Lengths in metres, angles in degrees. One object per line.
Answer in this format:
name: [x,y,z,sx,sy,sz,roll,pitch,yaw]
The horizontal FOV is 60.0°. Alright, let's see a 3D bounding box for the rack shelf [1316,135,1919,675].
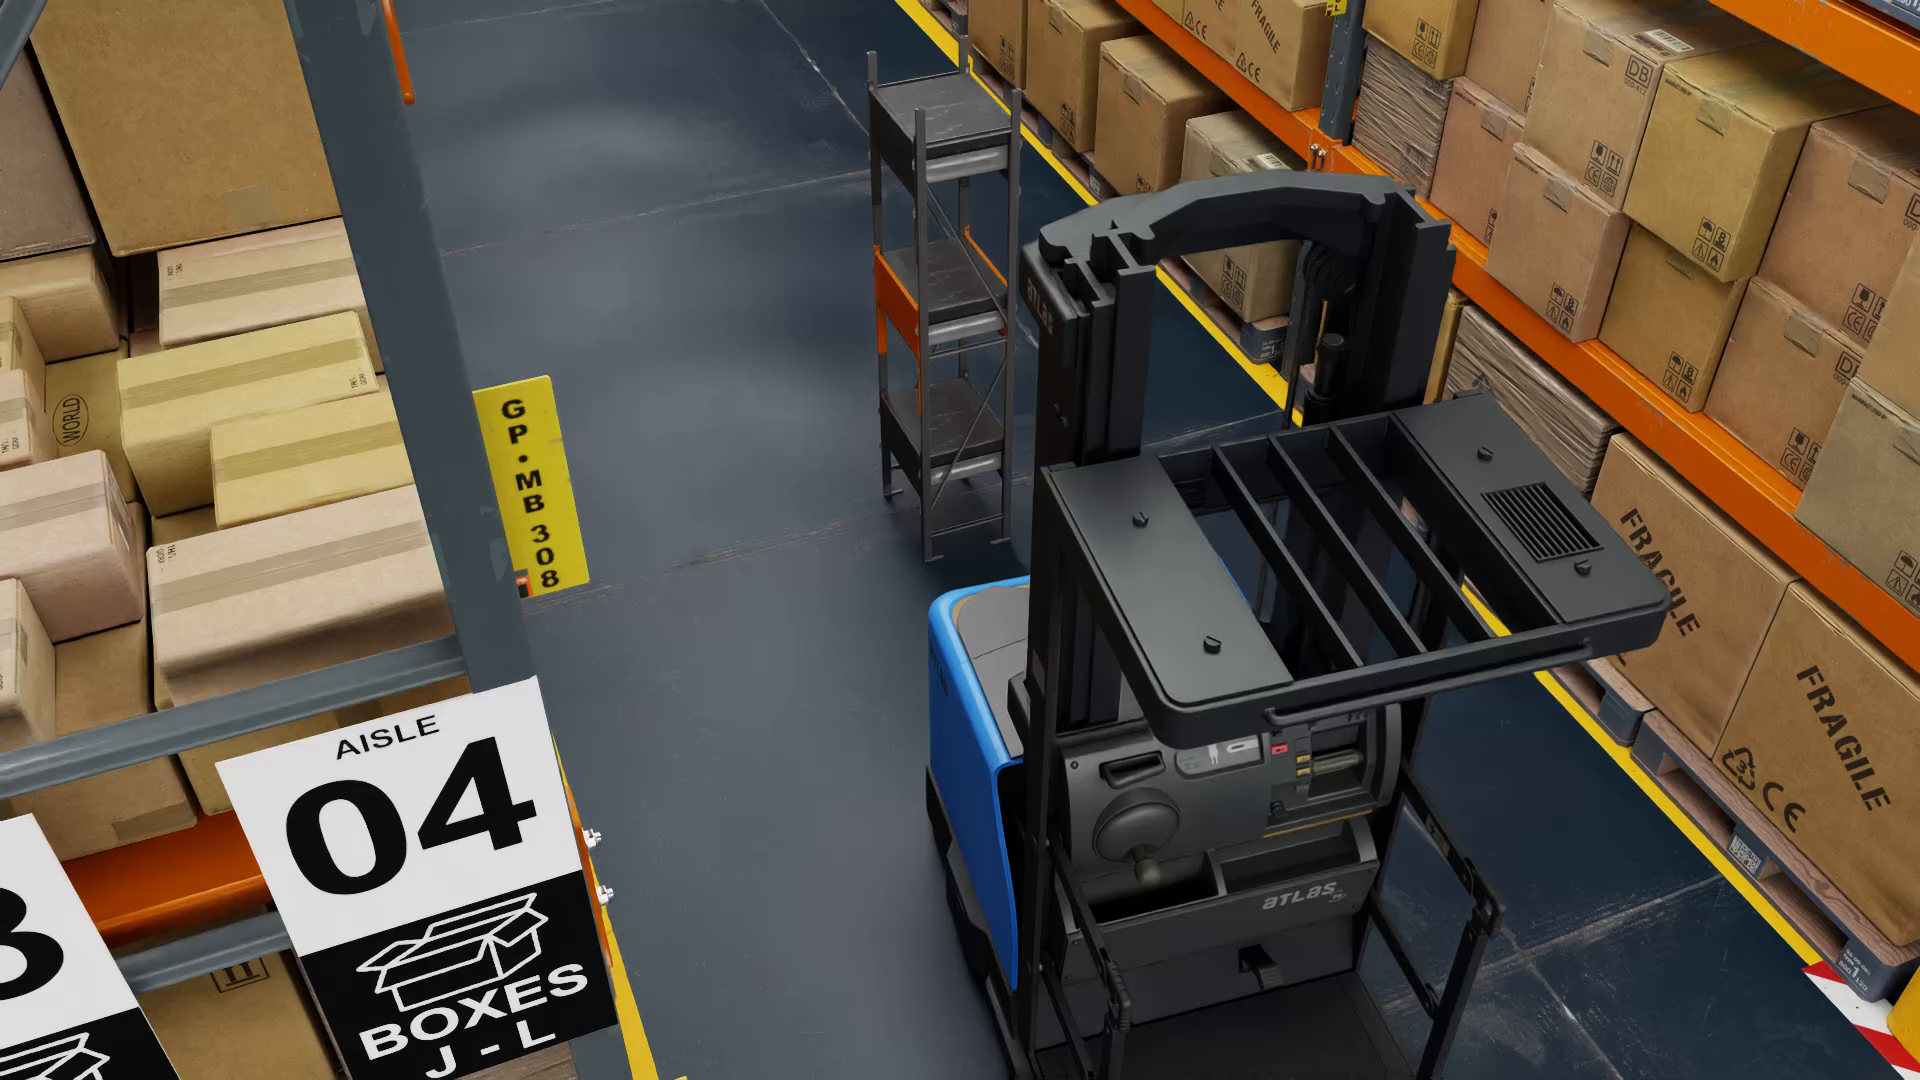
rack shelf: [2.826,-0.562,6.155,1.077,0.370,4.000,-15,43,-17]

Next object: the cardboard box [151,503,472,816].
cardboard box: [-0.975,0.111,2.634,0.500,0.250,0.500,-14,43,-16]

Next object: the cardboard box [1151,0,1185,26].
cardboard box: [1.228,-2.934,8.284,0.500,0.500,0.500,-15,43,-16]

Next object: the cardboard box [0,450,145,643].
cardboard box: [-1.415,0.039,2.412,0.380,0.149,0.250,-16,43,-18]

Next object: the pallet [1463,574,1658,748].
pallet: [2.750,0.231,6.819,1.003,0.211,1.213,-15,43,-17]

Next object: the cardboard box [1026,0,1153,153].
cardboard box: [1.018,-2.840,9.656,1.050,0.750,0.750,-14,43,-16]

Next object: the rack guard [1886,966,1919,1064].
rack guard: [3.601,1.332,5.317,1.175,0.500,0.348,-15,43,-17]

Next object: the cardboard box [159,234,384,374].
cardboard box: [-1.180,-0.392,2.914,0.380,0.149,0.250,-13,42,-15]

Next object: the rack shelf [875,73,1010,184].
rack shelf: [-0.063,-1.520,6.145,0.368,0.174,0.457,-15,43,-17]

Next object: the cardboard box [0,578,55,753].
cardboard box: [-1.424,0.226,2.196,0.380,0.149,0.250,-15,43,-17]

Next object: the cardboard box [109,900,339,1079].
cardboard box: [-1.808,0.653,4.451,1.144,2.239,2.984,-3,41,-3]

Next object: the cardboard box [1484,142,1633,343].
cardboard box: [2.542,-1.197,6.226,0.875,0.550,0.550,-15,43,-17]

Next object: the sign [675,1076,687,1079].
sign: [-0.528,1.083,3.026,0.100,0.325,0.005,-15,43,-17]

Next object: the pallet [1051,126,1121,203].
pallet: [1.226,-2.164,9.605,1.003,0.211,1.213,-15,43,-17]

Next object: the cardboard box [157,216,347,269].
cardboard box: [-1.269,-0.540,3.085,0.380,0.149,0.250,-15,43,-17]

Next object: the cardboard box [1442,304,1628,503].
cardboard box: [2.585,-0.455,6.786,0.875,0.875,0.875,-15,43,-17]

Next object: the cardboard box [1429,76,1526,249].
cardboard box: [2.445,-1.551,6.639,0.875,0.550,0.550,-15,43,-17]

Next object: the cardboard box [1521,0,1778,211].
cardboard box: [2.568,-1.613,5.882,0.875,0.550,0.550,-15,43,-17]

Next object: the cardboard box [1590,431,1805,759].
cardboard box: [2.932,0.095,6.147,0.875,0.875,0.875,-16,43,-18]

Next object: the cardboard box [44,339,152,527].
cardboard box: [-1.643,-0.061,2.835,0.500,0.250,0.500,-15,43,-17]

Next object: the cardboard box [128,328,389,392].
cardboard box: [-1.178,-0.198,2.994,0.500,0.250,0.500,-16,43,-18]

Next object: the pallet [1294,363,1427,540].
pallet: [2.280,-0.505,7.675,1.003,0.211,1.213,-15,43,-17]

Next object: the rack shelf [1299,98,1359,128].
rack shelf: [1.296,-3.046,8.893,0.919,0.124,3.809,-15,43,-17]

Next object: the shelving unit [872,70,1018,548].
shelving unit: [5.281,-3.592,7.404,12.070,5.092,0.667,-15,43,-17]

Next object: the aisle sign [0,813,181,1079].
aisle sign: [-1.283,0.673,2.173,0.394,0.787,0.004,-15,43,-17]

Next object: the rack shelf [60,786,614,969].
rack shelf: [-1.795,-0.523,3.808,1.077,0.370,4.000,-15,43,-17]

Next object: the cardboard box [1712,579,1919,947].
cardboard box: [3.271,0.624,5.531,0.875,0.875,0.875,-15,43,-17]

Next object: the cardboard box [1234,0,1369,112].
cardboard box: [1.614,-2.325,7.577,0.500,0.500,0.500,-15,43,-17]

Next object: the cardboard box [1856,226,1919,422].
cardboard box: [3.190,-0.638,4.748,0.875,0.550,0.550,-15,43,-17]

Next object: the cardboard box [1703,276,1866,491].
cardboard box: [3.079,-0.594,5.525,0.875,0.550,0.550,-15,43,-17]

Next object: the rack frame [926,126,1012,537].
rack frame: [0.031,-0.749,6.511,0.380,1.831,0.006,-15,43,-17]

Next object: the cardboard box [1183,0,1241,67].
cardboard box: [1.421,-2.629,7.930,0.500,0.500,0.500,-16,43,-17]

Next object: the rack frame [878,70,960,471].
rack frame: [-0.155,-1.043,6.853,0.380,1.831,0.006,-15,43,-17]

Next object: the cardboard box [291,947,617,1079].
cardboard box: [-0.988,0.617,3.160,0.500,0.500,0.500,-15,43,-17]

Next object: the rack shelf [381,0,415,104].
rack shelf: [-1.795,-1.659,2.832,1.077,0.370,4.000,-15,43,-17]

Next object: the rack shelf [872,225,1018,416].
rack shelf: [-0.063,-0.885,6.690,0.431,0.518,0.480,-15,43,-17]

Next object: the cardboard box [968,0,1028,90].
cardboard box: [0.680,-3.366,10.267,1.050,0.750,0.750,-16,43,-17]

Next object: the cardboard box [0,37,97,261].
cardboard box: [-1.857,-0.802,2.893,0.500,0.500,0.500,-15,43,-17]

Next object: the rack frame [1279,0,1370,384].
rack frame: [2.061,-2.039,7.321,1.000,3.000,0.127,-15,43,-17]

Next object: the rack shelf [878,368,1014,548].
rack shelf: [-0.063,-0.355,7.147,0.431,0.518,0.480,-15,43,-17]

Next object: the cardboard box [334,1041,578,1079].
cardboard box: [-1.215,1.058,3.415,0.875,0.500,0.500,-15,43,-17]

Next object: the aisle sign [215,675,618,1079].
aisle sign: [-0.729,0.523,2.347,0.394,0.787,0.004,-15,43,-17]

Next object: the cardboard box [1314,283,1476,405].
cardboard box: [2.237,-0.997,7.416,0.875,0.875,0.875,-14,43,-16]

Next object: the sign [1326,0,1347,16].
sign: [1.563,-2.307,6.805,0.100,0.325,0.005,-15,43,-17]

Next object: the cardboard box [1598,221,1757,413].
cardboard box: [2.838,-0.902,5.884,0.875,0.550,0.500,-15,43,-17]

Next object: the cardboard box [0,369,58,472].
cardboard box: [-1.621,-0.098,2.572,0.380,0.149,0.250,-17,43,-19]

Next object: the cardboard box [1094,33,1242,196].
cardboard box: [1.375,-2.279,9.003,1.050,0.750,0.750,-15,43,-17]

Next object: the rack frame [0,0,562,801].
rack frame: [-1.030,-0.728,1.195,1.000,3.000,0.127,-15,43,-17]

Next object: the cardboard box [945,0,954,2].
cardboard box: [0.037,-3.992,11.186,0.500,0.500,0.500,-15,43,-17]

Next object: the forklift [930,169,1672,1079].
forklift: [0.774,0.715,4.171,1.121,2.935,3.031,-11,42,-12]

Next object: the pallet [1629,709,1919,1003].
pallet: [3.213,0.965,5.966,1.003,0.211,1.213,-15,43,-17]

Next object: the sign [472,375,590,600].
sign: [-0.528,-0.058,2.045,0.100,0.325,0.005,-15,43,-17]

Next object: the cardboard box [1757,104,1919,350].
cardboard box: [3.101,-1.009,5.179,0.875,0.550,0.550,-15,43,-17]

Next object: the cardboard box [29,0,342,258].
cardboard box: [-1.348,-0.893,2.999,0.500,0.500,0.500,-15,43,-17]
